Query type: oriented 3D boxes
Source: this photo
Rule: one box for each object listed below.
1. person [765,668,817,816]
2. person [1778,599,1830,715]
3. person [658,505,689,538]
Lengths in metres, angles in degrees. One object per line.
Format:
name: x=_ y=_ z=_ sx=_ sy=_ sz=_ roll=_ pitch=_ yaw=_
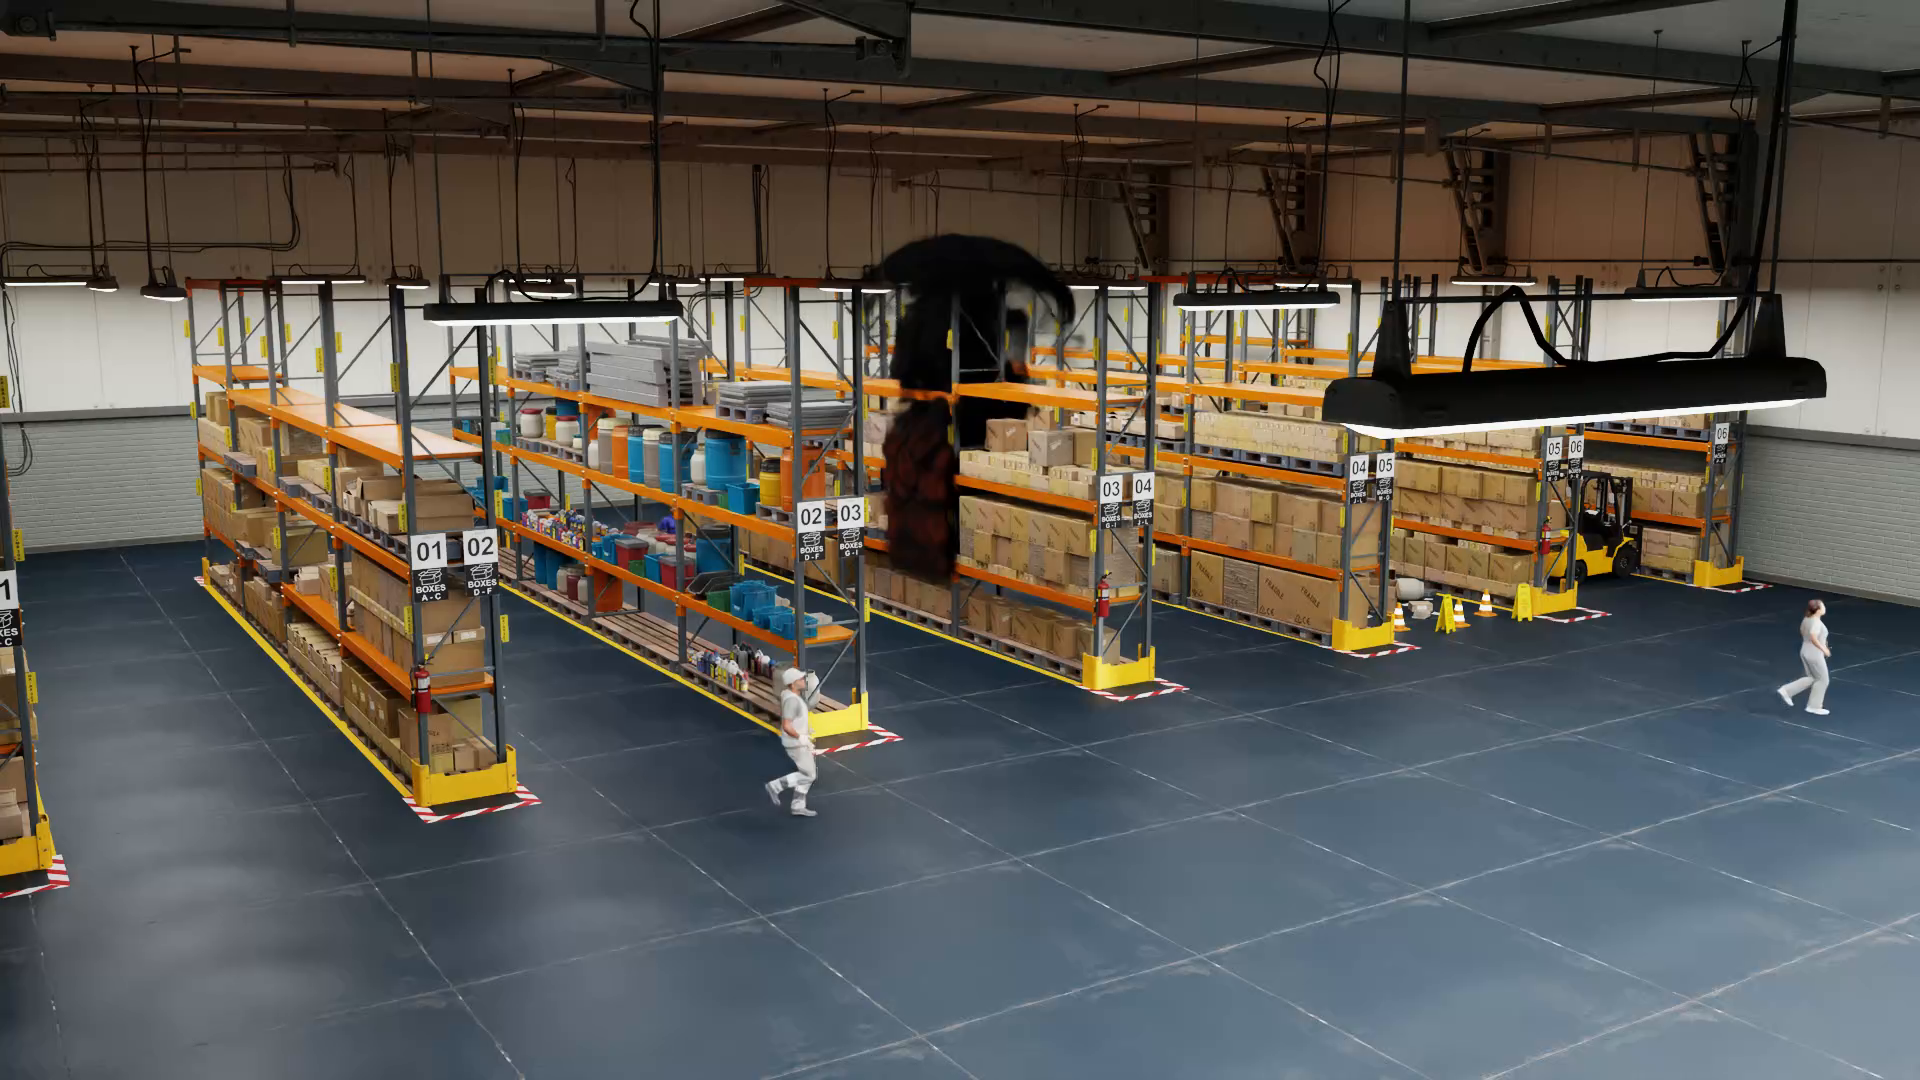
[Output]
person: x=-1.949 y=2.322 z=19.048 sx=0.600 sy=1.751 sz=0.664 roll=-1 pitch=10 yaw=-8
person: x=11.924 y=1.638 z=23.355 sx=0.688 sy=1.651 sz=0.574 roll=1 pitch=10 yaw=6
person: x=-5.587 y=0.083 z=32.666 sx=0.571 sy=1.608 sz=0.572 roll=-8 pitch=13 yaw=-41
